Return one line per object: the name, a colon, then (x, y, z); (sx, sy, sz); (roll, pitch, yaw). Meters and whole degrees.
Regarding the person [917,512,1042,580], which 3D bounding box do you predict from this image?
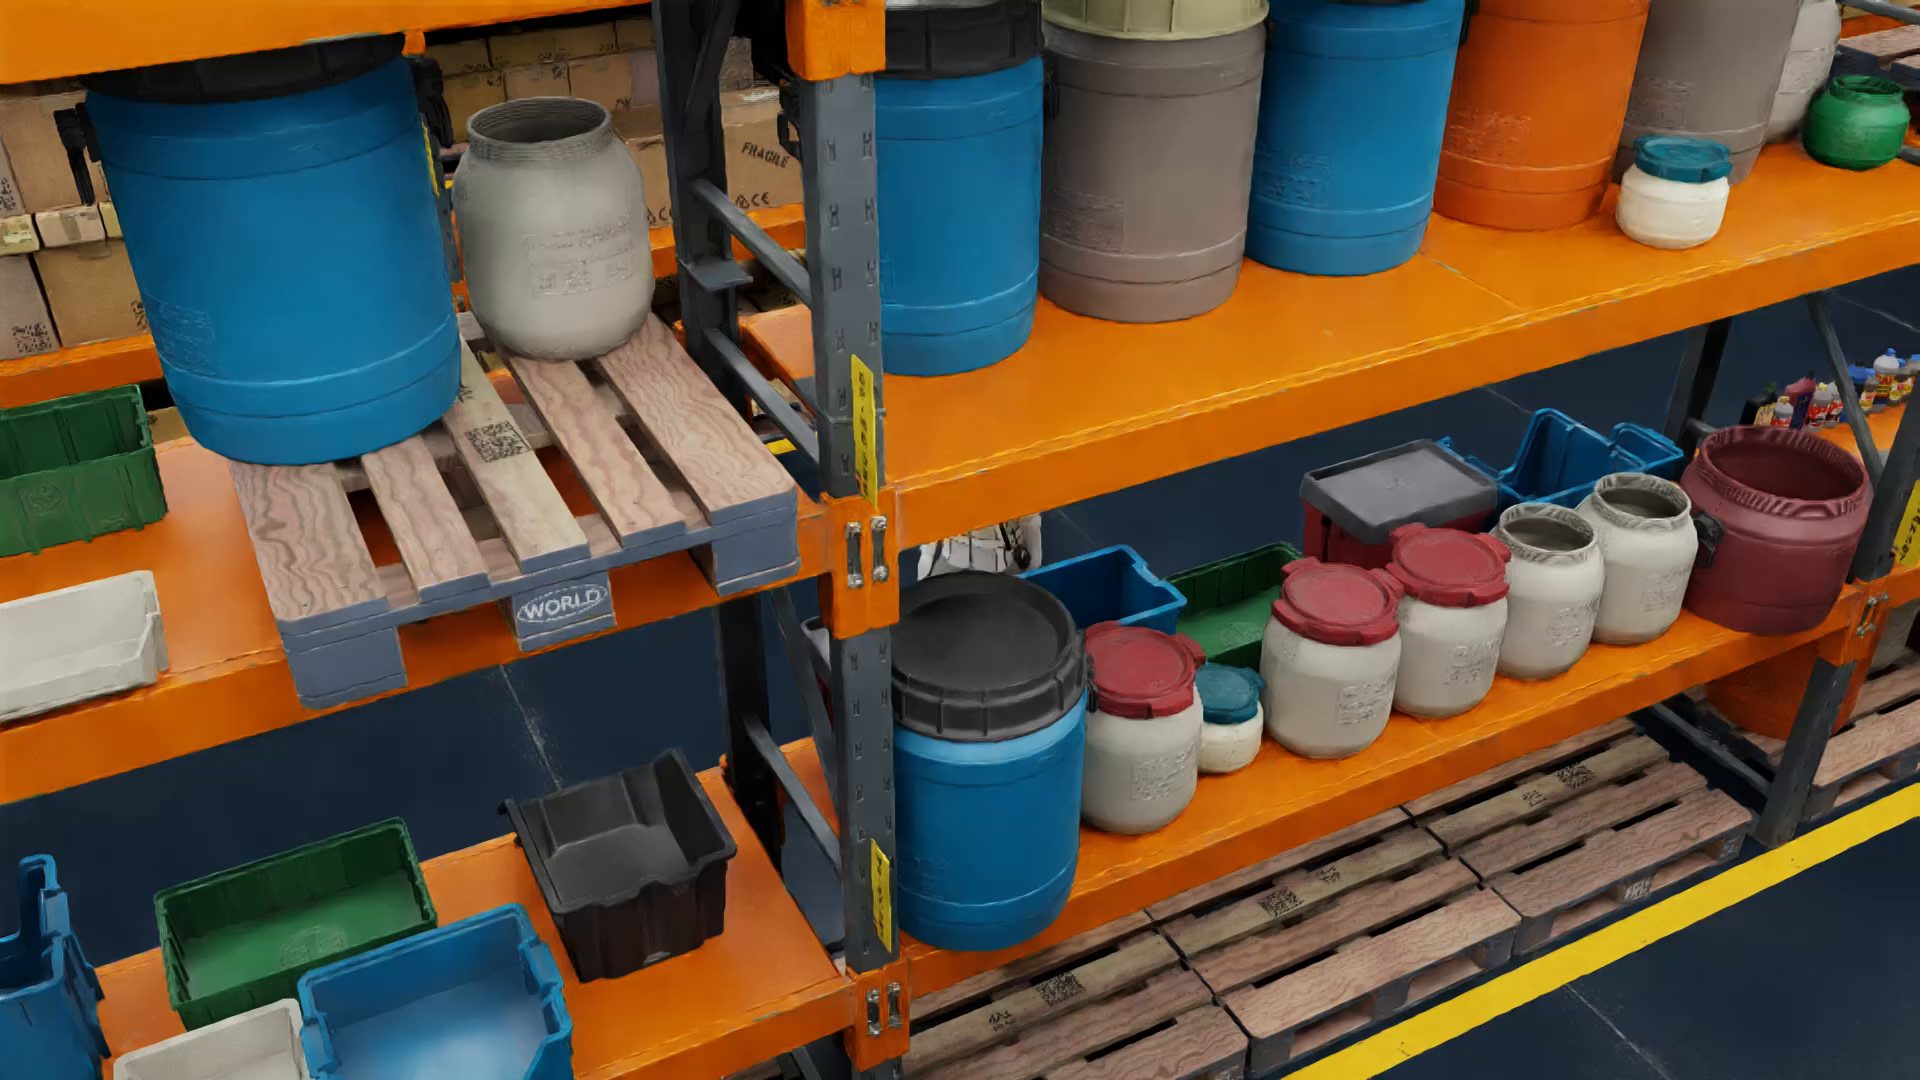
person: (0.035, 0.033, 7.080); (0.673, 1.667, 0.492); (14, 36, 21)
